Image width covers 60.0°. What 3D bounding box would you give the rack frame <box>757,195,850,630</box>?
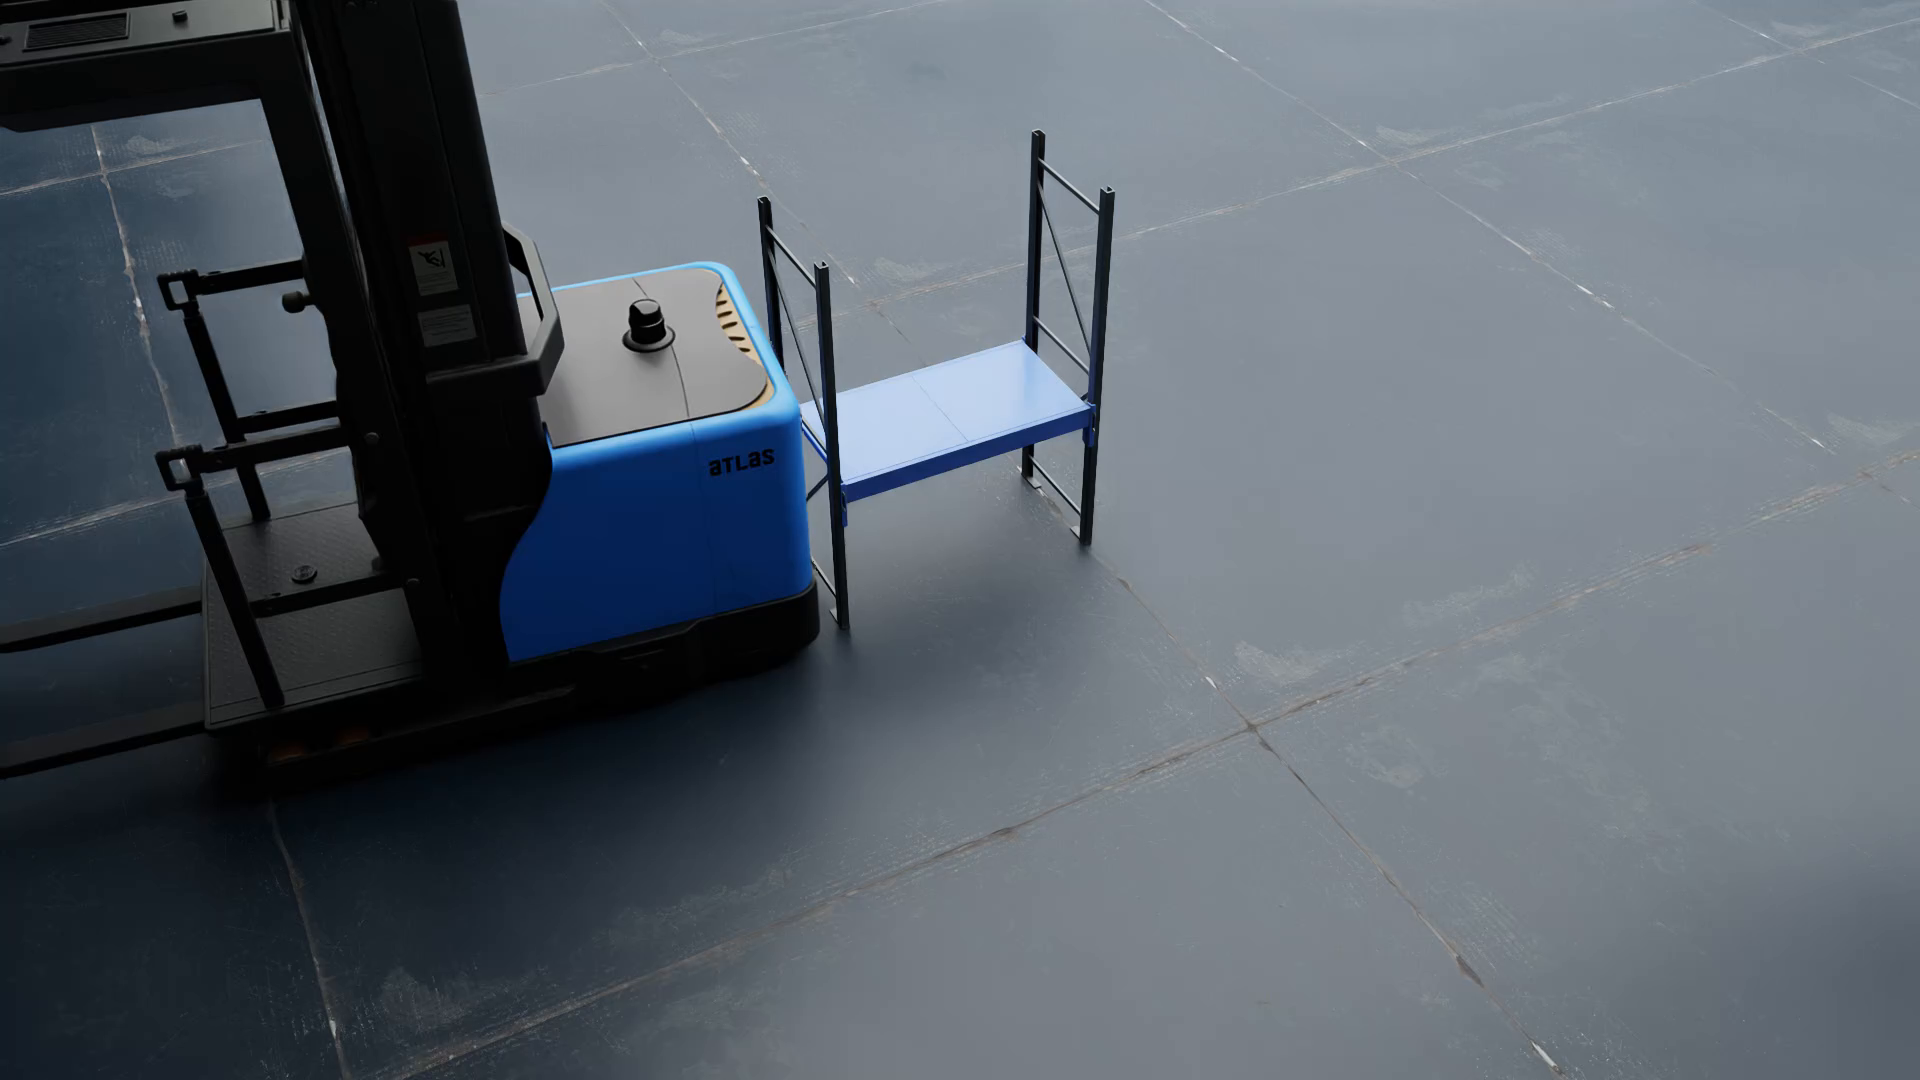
[{"bbox_3d":[-0.527,-0.395,5.687,0.032,1.500,0.500,-19,44,-21],"label":"rack frame"}]

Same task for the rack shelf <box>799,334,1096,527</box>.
[{"bbox_3d":[-0.076,-0.410,5.982,1.000,0.185,0.538,-19,44,-21],"label":"rack shelf"}]

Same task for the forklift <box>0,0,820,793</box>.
[{"bbox_3d":[-2.069,-0.690,4.927,3.031,2.935,1.130,-13,42,-15],"label":"forklift"}]

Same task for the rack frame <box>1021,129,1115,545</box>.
[{"bbox_3d":[0.375,-0.699,6.045,0.032,1.500,0.500,-19,44,-21],"label":"rack frame"}]

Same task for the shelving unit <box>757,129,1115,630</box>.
[{"bbox_3d":[-0.076,-0.547,5.866,1.048,1.500,0.538,-19,44,-21],"label":"shelving unit"}]
